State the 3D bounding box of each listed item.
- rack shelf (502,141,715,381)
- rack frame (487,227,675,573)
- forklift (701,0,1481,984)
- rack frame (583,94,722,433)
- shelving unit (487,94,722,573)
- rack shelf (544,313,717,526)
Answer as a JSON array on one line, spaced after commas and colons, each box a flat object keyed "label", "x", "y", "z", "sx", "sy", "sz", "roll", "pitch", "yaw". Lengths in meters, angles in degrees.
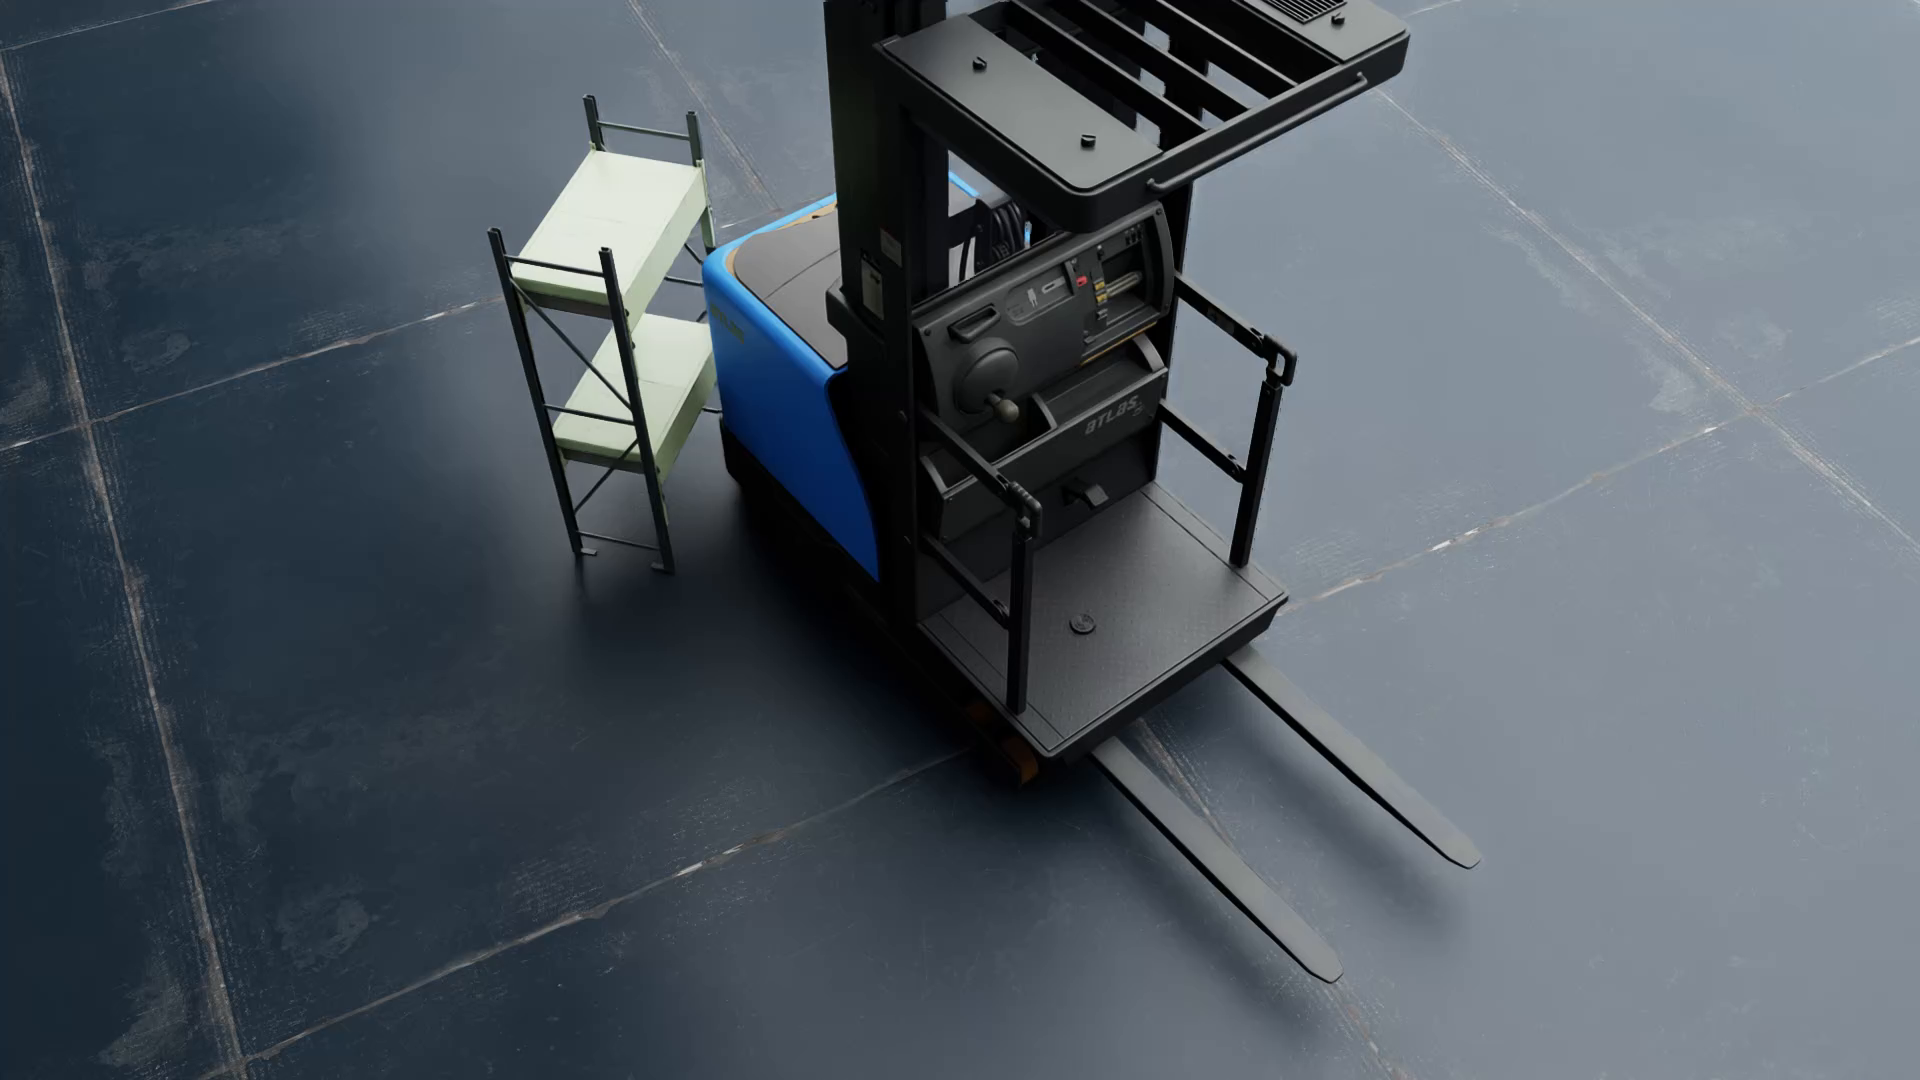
[{"label": "rack shelf", "x": -1.157, "y": -0.943, "z": 5.560, "sx": 0.431, "sy": 0.370, "sz": 0.720, "roll": 11, "pitch": 50, "yaw": 10}, {"label": "rack frame", "x": -1.251, "y": -0.420, "z": 5.621, "sx": 0.400, "sy": 1.500, "sz": 0.023, "roll": 11, "pitch": 50, "yaw": 10}, {"label": "forklift", "x": 0.403, "y": -0.580, "z": 4.810, "sx": 1.130, "sy": 2.935, "sz": 3.031, "roll": -31, "pitch": 56, "yaw": -24}, {"label": "rack frame", "x": -1.063, "y": -0.952, "z": 6.086, "sx": 0.400, "sy": 1.500, "sz": 0.023, "roll": 11, "pitch": 50, "yaw": 10}, {"label": "shelving unit", "x": -1.157, "y": -0.686, "z": 5.853, "sx": 0.431, "sy": 1.500, "sz": 0.755, "roll": 11, "pitch": 50, "yaw": 10}, {"label": "rack shelf", "x": -1.157, "y": -0.471, "z": 6.099, "sx": 0.431, "sy": 0.370, "sz": 0.720, "roll": 11, "pitch": 50, "yaw": 10}]
